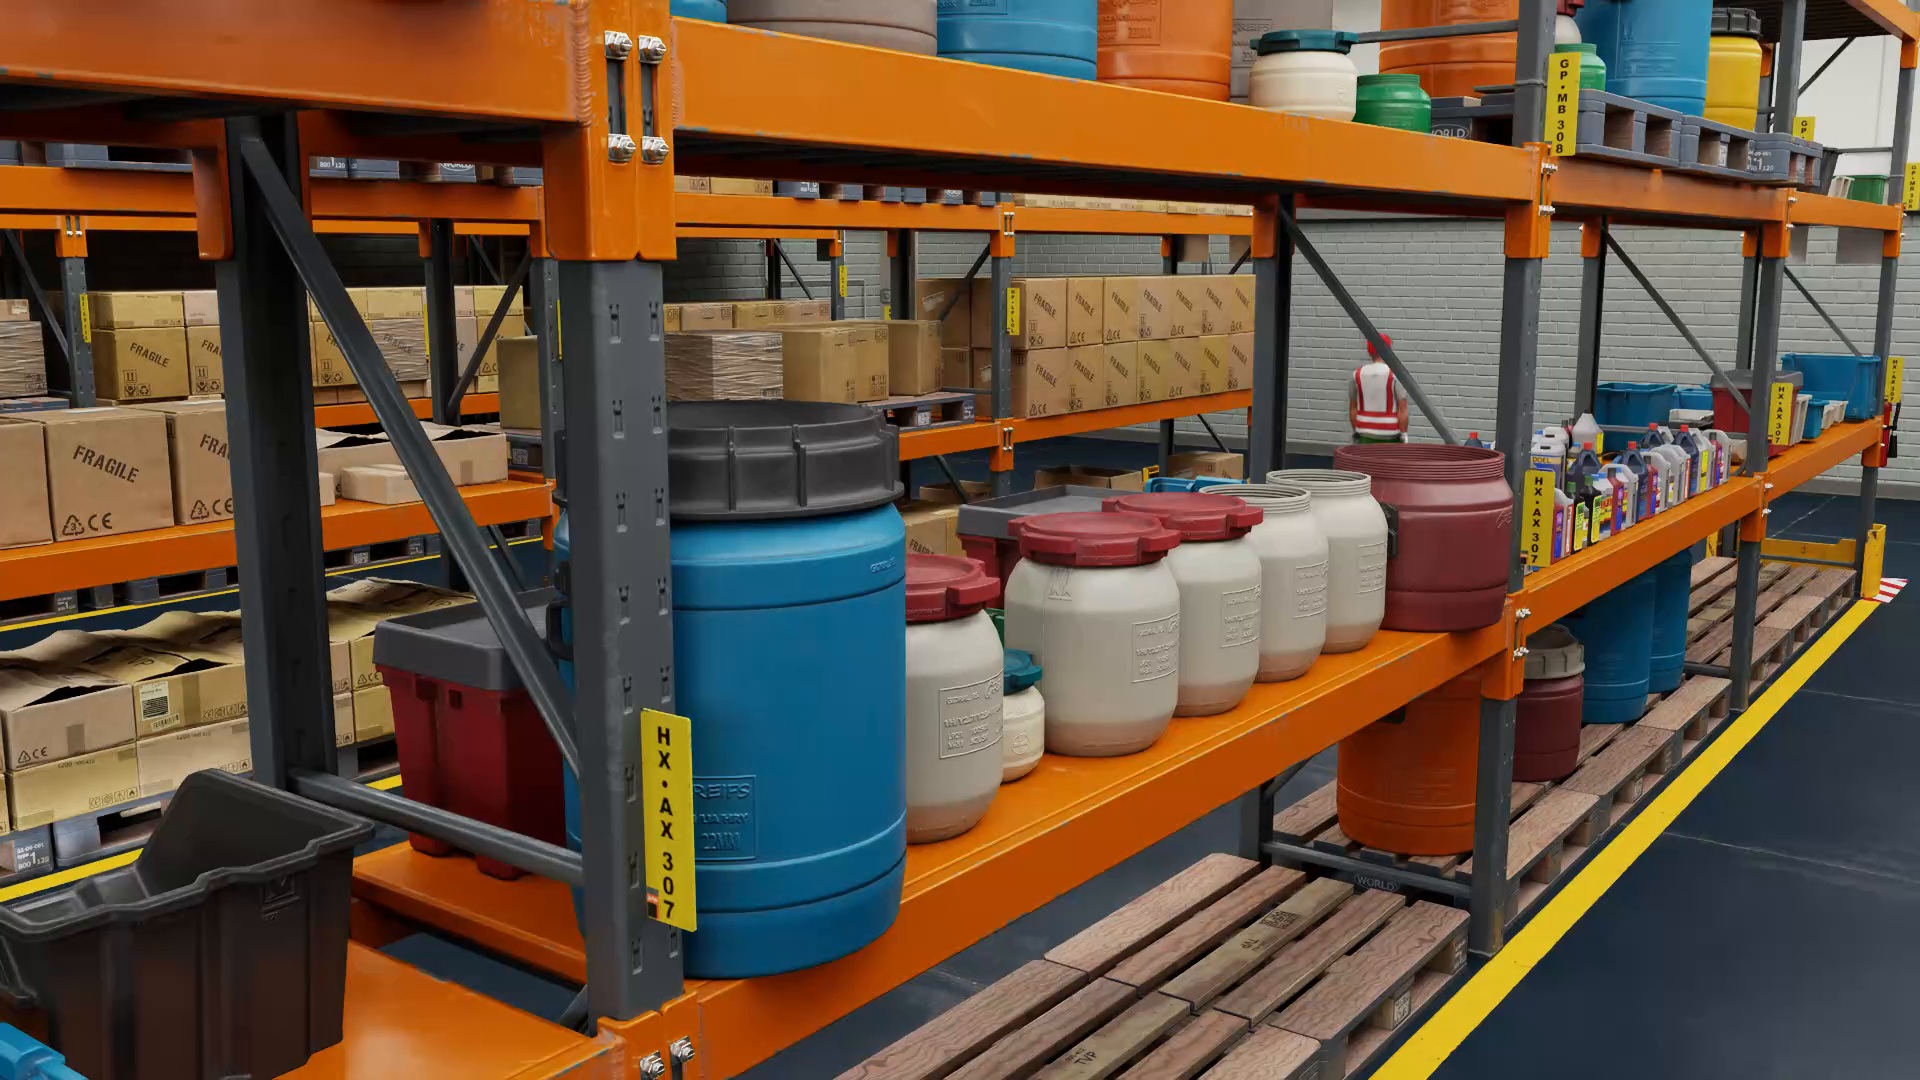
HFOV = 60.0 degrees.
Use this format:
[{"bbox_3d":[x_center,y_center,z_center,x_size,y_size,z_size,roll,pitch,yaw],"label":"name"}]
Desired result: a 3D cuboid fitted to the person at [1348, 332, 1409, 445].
[{"bbox_3d":[3.692,-0.917,14.599,0.554,1.807,0.472,5,11,28],"label":"person"}]
